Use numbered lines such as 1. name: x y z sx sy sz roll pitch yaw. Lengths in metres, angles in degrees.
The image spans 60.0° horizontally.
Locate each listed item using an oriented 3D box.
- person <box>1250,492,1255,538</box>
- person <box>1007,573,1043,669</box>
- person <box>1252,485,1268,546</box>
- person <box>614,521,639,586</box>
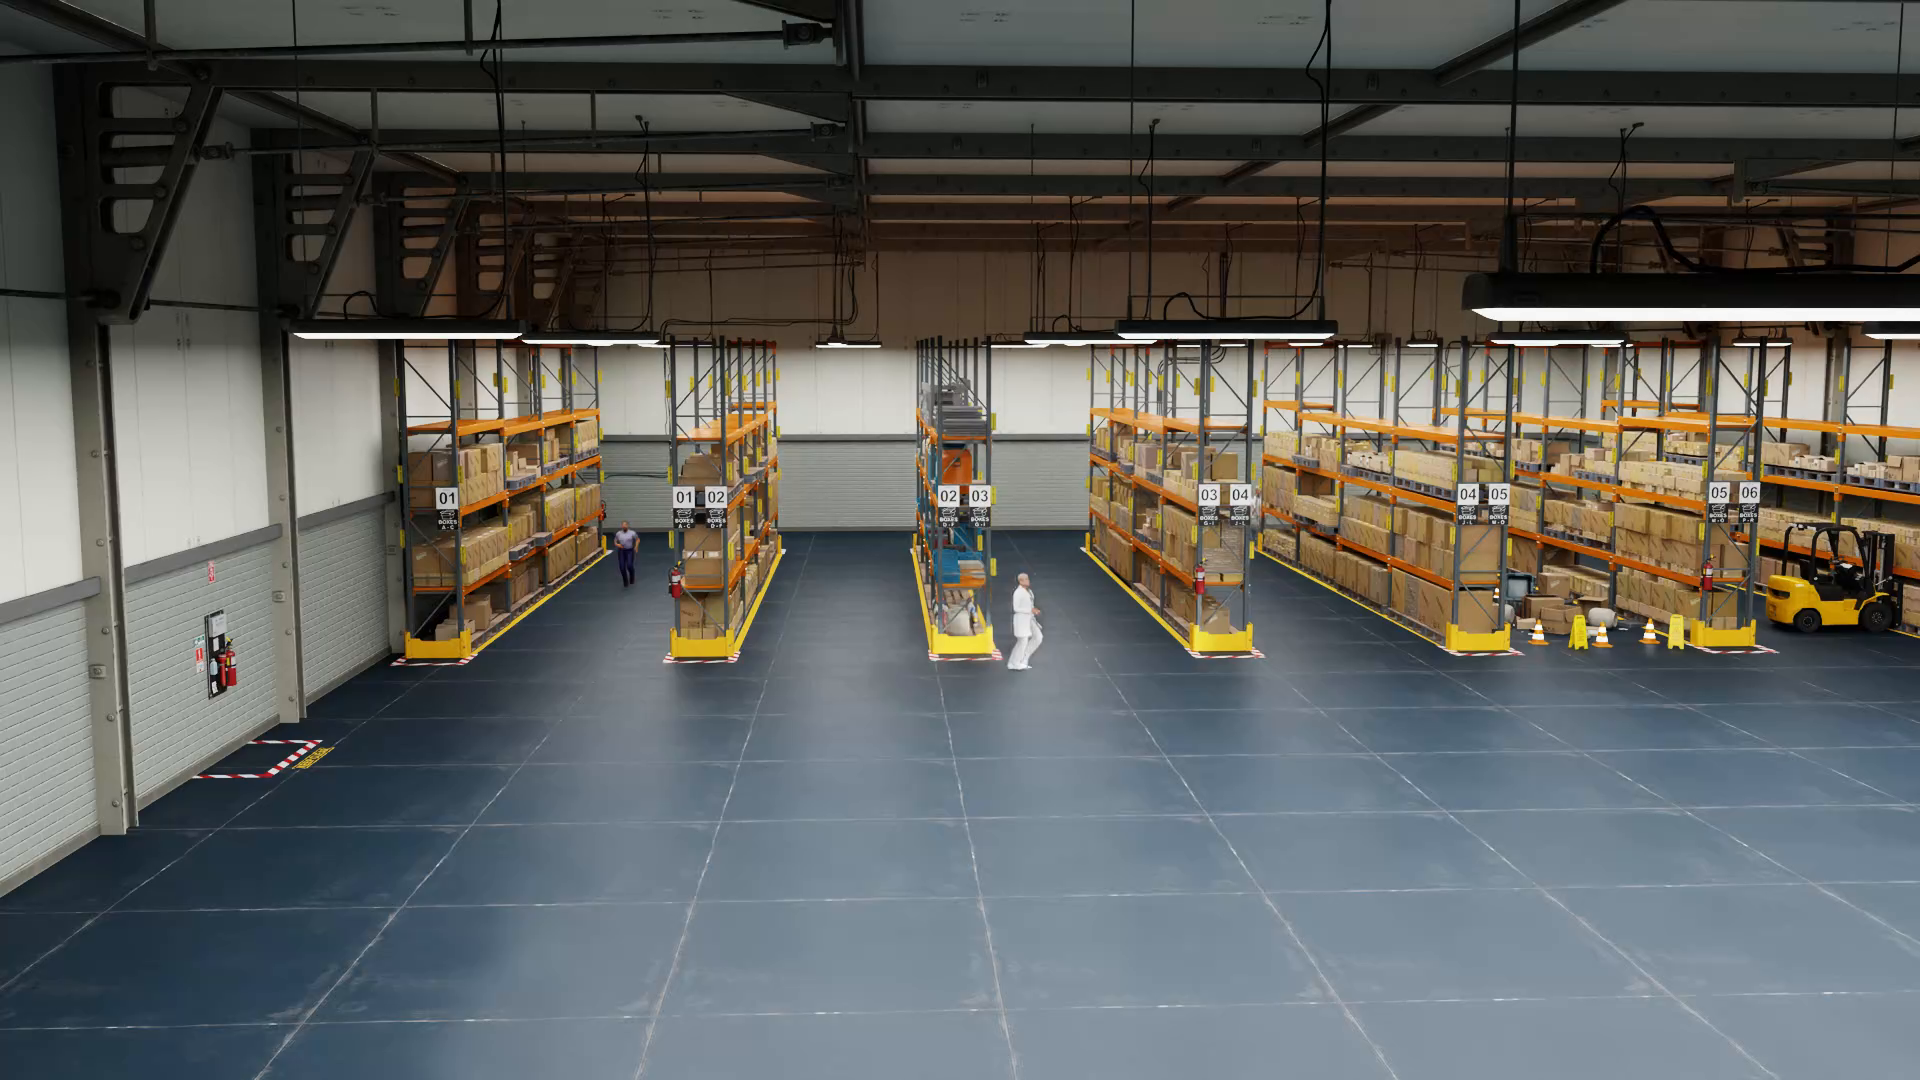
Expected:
1. person: 8.439 -0.659 48.793 0.608 1.711 0.686 -3 7 -23
2. person: 1.185 1.472 29.793 0.721 1.765 0.682 3 7 28
3. person: 8.933 -0.725 49.214 0.862 1.839 0.639 -4 7 -30
4. person: -8.108 0.341 40.399 0.592 1.598 0.577 0 7 -4
